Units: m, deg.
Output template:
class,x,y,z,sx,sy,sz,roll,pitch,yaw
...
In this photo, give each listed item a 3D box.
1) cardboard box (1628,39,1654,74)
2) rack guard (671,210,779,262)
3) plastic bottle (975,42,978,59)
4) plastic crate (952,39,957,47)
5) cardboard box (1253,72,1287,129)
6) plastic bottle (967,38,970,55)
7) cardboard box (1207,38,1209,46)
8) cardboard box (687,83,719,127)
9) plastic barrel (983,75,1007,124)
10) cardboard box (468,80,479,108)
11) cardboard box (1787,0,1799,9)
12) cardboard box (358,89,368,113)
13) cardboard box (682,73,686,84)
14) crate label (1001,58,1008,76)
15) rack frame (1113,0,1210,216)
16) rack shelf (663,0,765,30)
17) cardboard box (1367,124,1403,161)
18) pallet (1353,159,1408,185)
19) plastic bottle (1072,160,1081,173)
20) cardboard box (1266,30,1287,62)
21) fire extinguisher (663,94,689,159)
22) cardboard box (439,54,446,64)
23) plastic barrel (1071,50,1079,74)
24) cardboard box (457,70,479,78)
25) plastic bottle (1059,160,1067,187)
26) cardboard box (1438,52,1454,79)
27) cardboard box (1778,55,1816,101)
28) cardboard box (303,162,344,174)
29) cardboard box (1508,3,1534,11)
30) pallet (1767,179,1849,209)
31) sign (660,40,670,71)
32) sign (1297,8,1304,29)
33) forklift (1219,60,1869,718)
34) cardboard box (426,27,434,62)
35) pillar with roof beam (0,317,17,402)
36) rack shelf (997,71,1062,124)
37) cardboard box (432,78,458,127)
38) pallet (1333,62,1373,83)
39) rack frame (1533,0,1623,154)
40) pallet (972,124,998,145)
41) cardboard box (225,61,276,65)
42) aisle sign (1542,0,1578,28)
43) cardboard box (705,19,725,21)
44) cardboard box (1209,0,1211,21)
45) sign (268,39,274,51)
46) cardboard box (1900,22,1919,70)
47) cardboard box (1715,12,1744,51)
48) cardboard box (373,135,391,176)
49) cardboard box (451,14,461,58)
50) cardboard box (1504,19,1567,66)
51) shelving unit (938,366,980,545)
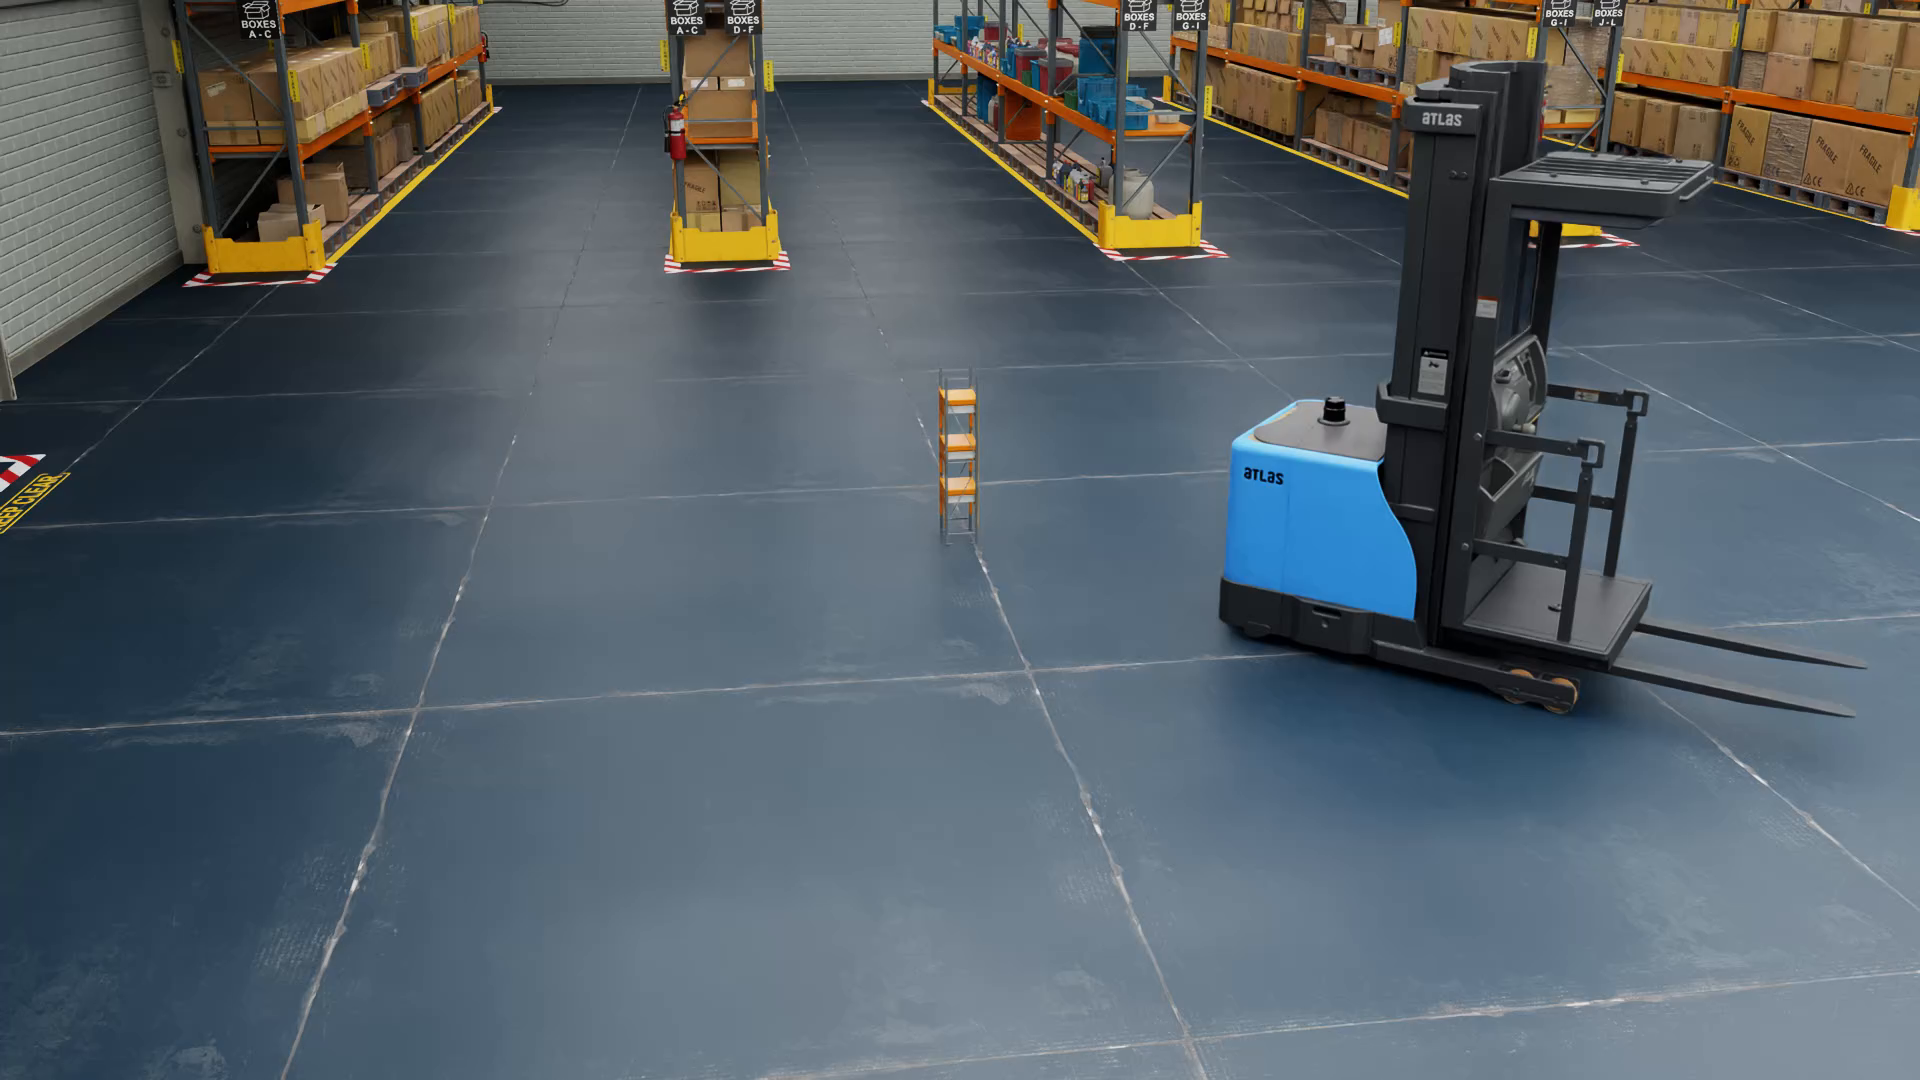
class,x,y,z,sx,sy,sz,roll,pitch,yaw
cardboard box,10.884,-7.598,26.128,0.500,0.500,0.500,-3,21,-8
rack guard,-2.631,-3.408,18.625,1.175,0.500,0.348,-3,21,-8
plastic bottle,0.297,-8.480,28.799,0.061,0.283,0.133,-3,21,-8
plastic crate,0.111,-9.263,31.039,0.437,0.125,0.590,-3,21,-8
cardboard box,5.816,-7.606,28.729,1.225,0.875,0.875,-3,21,-8
plastic bottle,0.169,-8.787,29.623,0.061,0.283,0.133,-3,21,-8
cardboard box,4.922,-9.568,31.905,0.380,0.149,0.250,-3,21,-7
cardboard box,-2.770,-4.978,19.113,0.700,0.500,0.500,-2,21,-6
plastic barrel,0.701,-7.770,29.130,0.600,0.901,0.708,-3,21,-8
cardboard box,-9.570,-8.491,31.635,0.700,0.500,0.500,-3,21,-8
cardboard box,15.276,-9.561,29.956,0.500,0.500,0.500,-3,21,-9
cardboard box,-7.744,-5.511,20.871,0.500,0.250,0.500,-3,21,-8
cardboard box,-2.917,-5.151,18.650,0.380,0.149,0.250,-2,21,-6
crate label,0.804,-7.362,25.880,0.303,0.233,0.416,-3,21,-8
rack frame,2.268,-4.835,18.876,1.000,3.000,0.127,-3,21,-8
rack shelf,-2.923,-6.348,19.665,1.077,0.370,4.000,-3,21,-8
cardboard box,6.475,-5.885,24.630,0.700,0.500,0.500,-3,21,-8
pallet,6.479,-5.433,24.462,1.003,0.211,1.213,-3,21,-8
plastic bottle,1.539,-4.892,22.185,0.144,0.351,0.185,-3,21,-8
cardboard box,5.555,-8.413,28.311,0.500,0.500,0.500,-4,21,-10
fire extinguisher,-3.077,-4.486,18.052,0.296,0.674,0.183,-3,21,-8
cardboard box,-8.788,-8.013,27.713,0.380,0.149,0.250,-3,21,-8
plastic barrel,1.770,-6.626,23.476,0.433,0.535,0.433,0,20,0
cardboard box,-9.444,-8.933,31.891,0.380,0.149,0.250,-3,21,-8
plastic bottle,1.397,-4.885,22.166,0.144,0.351,0.185,-2,21,-6
cardboard box,6.805,-6.155,21.839,0.875,0.500,0.500,-3,21,-8
cardboard box,11.643,-6.246,22.439,0.875,0.550,0.550,-3,21,-8
cardboard box,-7.923,-4.399,20.650,0.500,0.500,0.500,-4,21,-12
cardboard box,10.538,-10.278,31.451,0.500,0.500,0.500,-2,21,-6
pallet,11.726,-4.689,22.468,1.003,0.211,1.213,-3,21,-8
sign,-3.173,-5.218,17.906,0.100,0.325,0.005,-3,21,-8
sign,5.467,-8.368,26.680,0.100,0.325,0.005,-3,21,-8
forklift,2.906,-0.752,8.040,3.031,2.935,1.130,12,24,30
cardboard box,-8.643,-7.836,26.313,0.500,0.500,0.500,-3,21,-8
pillar with roof beam,-3.368,-5.485,12.040,9.100,9.000,0.400,-3,21,-8
rack shelf,1.403,-6.576,24.564,1.077,0.370,4.000,-3,21,-8
cardboard box,-9.043,-7.462,28.380,0.750,0.750,0.750,-3,21,-7
pallet,6.342,-7.082,25.165,1.003,0.211,1.213,-3,21,-8
rack frame,7.169,-5.085,19.545,1.000,3.000,0.127,-3,21,-8
pallet,0.787,-6.991,28.633,1.003,0.211,1.213,-3,21,-8
cardboard box,-7.956,-5.132,18.784,0.500,0.500,0.500,-3,21,-9
aisle sign,6.881,-6.267,18.992,0.394,0.787,0.004,-3,21,-8
cardboard box,-2.924,-5.952,19.868,0.700,0.500,0.500,-3,21,-8
cardboard box,4.817,-10.513,32.795,0.500,0.500,0.500,-3,21,-9
sign,-8.661,-6.234,20.965,0.100,0.325,0.005,-3,21,-8
cardboard box,12.076,-6.007,20.255,0.875,0.550,0.550,-3,21,-8
cardboard box,11.438,-7.372,24.096,0.700,0.500,0.500,-3,21,-9
cardboard box,-8.393,-5.365,23.237,0.700,0.500,0.500,-3,21,-7
cardboard box,-9.328,-8.820,29.115,0.980,0.700,0.700,-3,21,-7
cardboard box,6.845,-5.918,19.777,0.500,0.500,0.500,-3,21,-8
shelving unit,-0.008,-0.510,10.082,0.215,1.050,0.252,-3,21,-8
